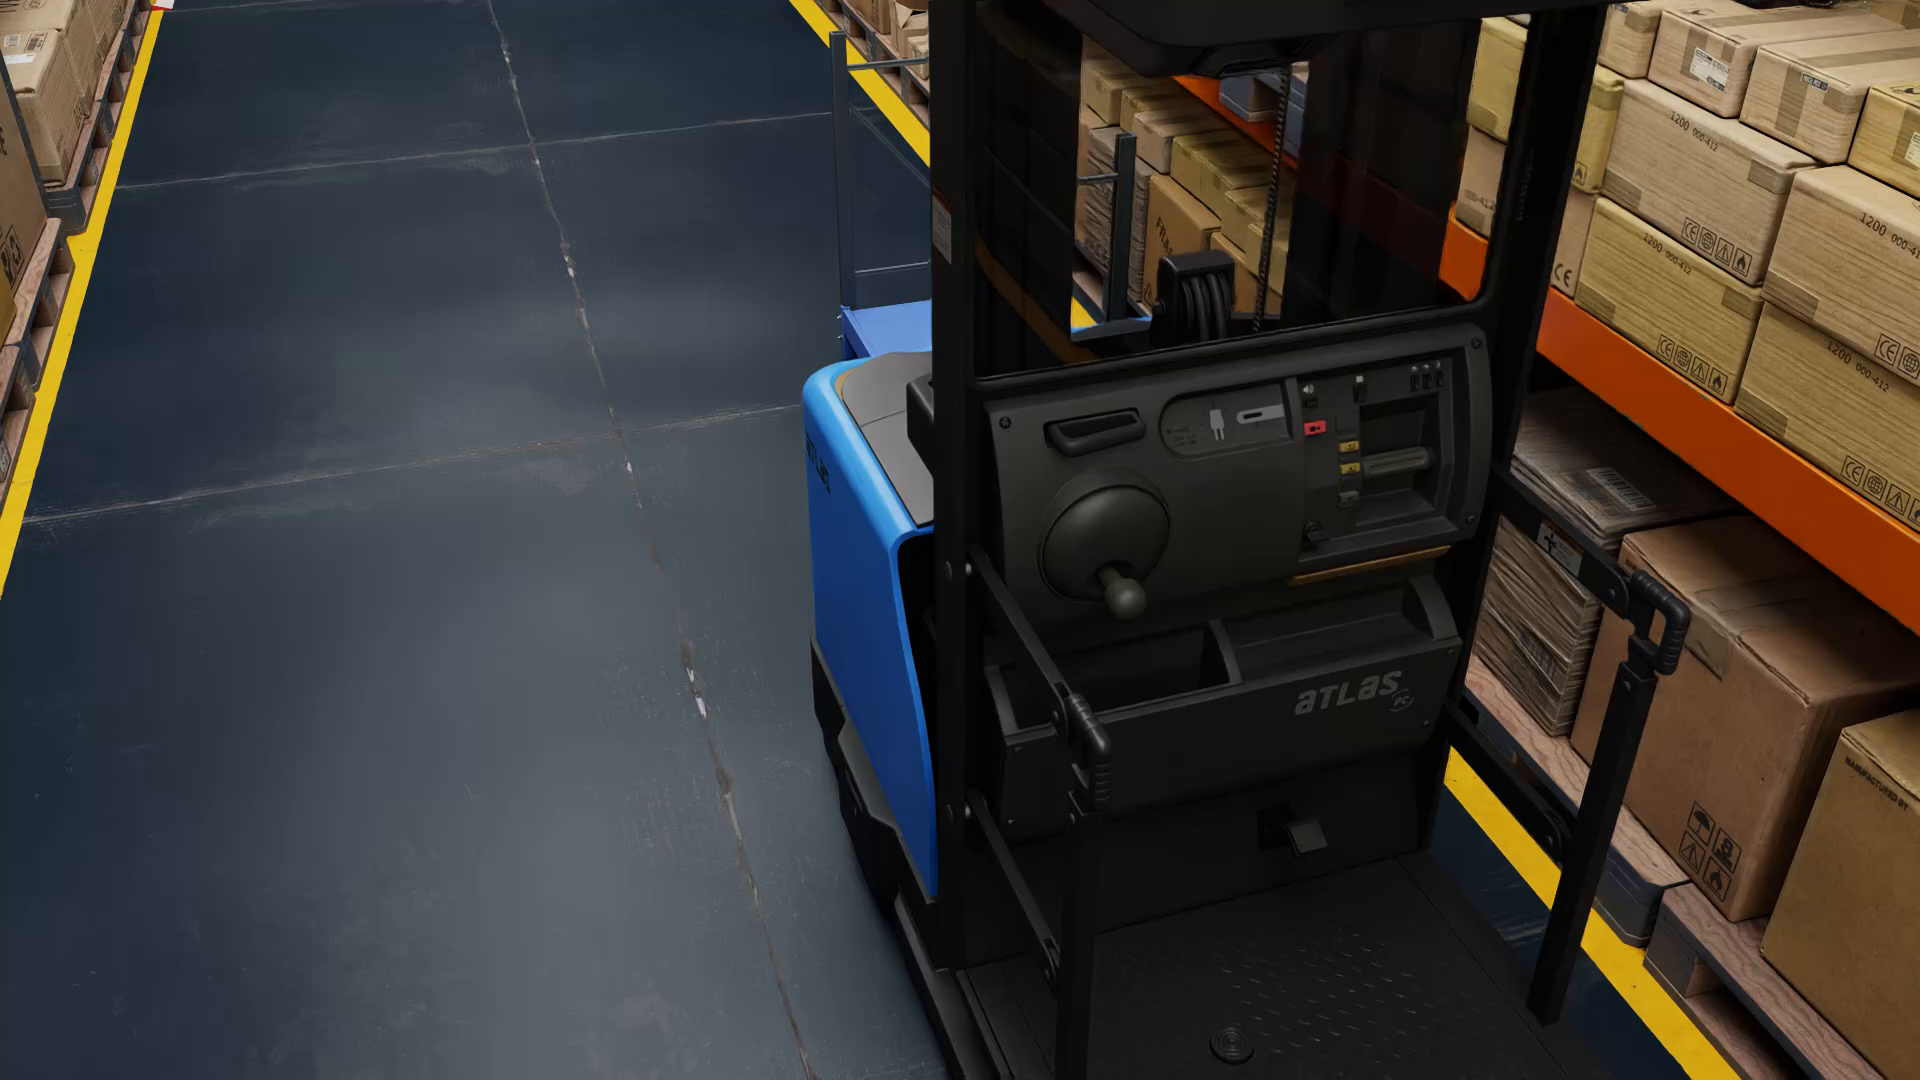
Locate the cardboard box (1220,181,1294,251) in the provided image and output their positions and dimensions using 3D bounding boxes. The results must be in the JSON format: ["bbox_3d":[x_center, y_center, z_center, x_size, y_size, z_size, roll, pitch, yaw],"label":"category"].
[{"bbox_3d":[1.078,-1.048,5.413,0.380,0.149,0.250,-11,35,-16],"label":"cardboard box"}]

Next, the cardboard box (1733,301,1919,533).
[{"bbox_3d":[1.836,-0.273,3.079,0.500,0.250,0.500,-11,35,-16],"label":"cardboard box"}]

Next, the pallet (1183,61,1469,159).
[{"bbox_3d":[1.347,-1.408,4.834,1.213,0.211,1.003,-10,35,-15],"label":"pallet"}]

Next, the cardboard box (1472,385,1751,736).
[{"bbox_3d":[1.798,0.001,4.301,0.875,0.625,0.625,-9,34,-13],"label":"cardboard box"}]

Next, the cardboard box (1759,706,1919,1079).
[{"bbox_3d":[2.210,0.696,3.249,0.875,0.625,0.625,-11,35,-17],"label":"cardboard box"}]

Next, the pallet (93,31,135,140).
[{"bbox_3d":[-4.859,-2.298,8.537,1.003,0.211,1.213,-10,35,-15],"label":"pallet"}]

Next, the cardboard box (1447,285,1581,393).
[{"bbox_3d":[1.759,-0.545,5.240,0.500,0.500,0.500,-9,34,-13],"label":"cardboard box"}]

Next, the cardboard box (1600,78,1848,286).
[{"bbox_3d":[1.675,-0.753,3.351,0.500,0.250,0.500,-9,34,-13],"label":"cardboard box"}]

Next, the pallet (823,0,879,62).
[{"bbox_3d":[-0.184,-3.083,9.725,1.003,0.211,1.213,-10,35,-15],"label":"pallet"}]

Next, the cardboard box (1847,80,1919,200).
[{"bbox_3d":[1.820,-0.707,2.920,0.380,0.149,0.250,-10,35,-14],"label":"cardboard box"}]

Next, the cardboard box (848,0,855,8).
[{"bbox_3d":[-0.434,-3.390,9.546,0.500,0.500,0.500,-9,35,-14],"label":"cardboard box"}]

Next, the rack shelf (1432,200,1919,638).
[{"bbox_3d":[2.231,0.206,2.870,1.077,0.370,4.000,-10,35,-15],"label":"rack shelf"}]

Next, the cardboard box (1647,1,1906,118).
[{"bbox_3d":[1.623,-0.969,3.317,0.380,0.149,0.250,-9,35,-13],"label":"cardboard box"}]

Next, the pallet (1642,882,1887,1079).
[{"bbox_3d":[2.203,1.097,3.398,1.003,0.211,1.213,-10,35,-15],"label":"pallet"}]

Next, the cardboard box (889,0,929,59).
[{"bbox_3d":[-0.158,-2.709,8.728,0.396,0.266,0.258,-9,34,-13],"label":"cardboard box"}]

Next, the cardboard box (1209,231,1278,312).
[{"bbox_3d":[1.144,-0.727,5.516,0.500,0.500,0.500,-11,35,-15],"label":"cardboard box"}]

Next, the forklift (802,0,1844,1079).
[{"bbox_3d":[0.568,-0.057,2.677,1.130,2.935,3.031,-11,35,-16],"label":"forklift"}]

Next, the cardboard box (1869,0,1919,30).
[{"bbox_3d":[2.120,-1.055,3.447,0.380,0.149,0.250,-10,35,-15],"label":"cardboard box"}]

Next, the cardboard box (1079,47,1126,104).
[{"bbox_3d":[0.641,-1.870,6.657,0.380,0.149,0.250,-10,35,-15],"label":"cardboard box"}]

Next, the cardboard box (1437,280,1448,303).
[{"bbox_3d":[1.229,-0.764,4.983,0.380,0.149,0.250,-12,35,-17],"label":"cardboard box"}]

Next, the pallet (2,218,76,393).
[{"bbox_3d":[-4.018,-0.852,6.348,1.003,0.211,1.213,-10,35,-15],"label":"pallet"}]

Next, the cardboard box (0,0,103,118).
[{"bbox_3d":[-4.689,-2.332,8.001,0.875,0.438,0.875,-11,35,-16],"label":"cardboard box"}]

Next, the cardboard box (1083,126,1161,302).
[{"bbox_3d":[0.806,-1.271,6.339,0.500,0.500,0.500,-11,35,-16],"label":"cardboard box"}]

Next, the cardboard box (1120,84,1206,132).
[{"bbox_3d":[0.824,-1.602,6.252,0.380,0.149,0.250,-10,35,-15],"label":"cardboard box"}]

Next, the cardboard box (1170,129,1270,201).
[{"bbox_3d":[0.964,-1.325,5.832,0.380,0.149,0.250,-11,35,-15],"label":"cardboard box"}]

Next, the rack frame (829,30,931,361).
[{"bbox_3d":[-0.129,-0.848,5.173,0.500,1.500,0.032,-10,35,-15],"label":"rack frame"}]

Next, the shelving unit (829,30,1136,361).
[{"bbox_3d":[0.026,-0.581,4.769,0.538,1.500,1.048,-10,35,-15],"label":"shelving unit"}]

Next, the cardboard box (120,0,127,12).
[{"bbox_3d":[-5.249,-3.284,9.443,0.875,0.438,0.875,-11,35,-16],"label":"cardboard box"}]

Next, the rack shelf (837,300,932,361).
[{"bbox_3d":[0.026,-0.431,4.868,0.538,0.185,1.000,-10,35,-15],"label":"rack shelf"}]

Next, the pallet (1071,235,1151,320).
[{"bbox_3d":[1.060,-1.019,6.600,1.003,0.211,1.213,-10,35,-15],"label":"pallet"}]

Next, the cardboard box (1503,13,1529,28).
[{"bbox_3d":[1.437,-1.240,3.726,0.380,0.149,0.250,-9,35,-13],"label":"cardboard box"}]

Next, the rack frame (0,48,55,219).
[{"bbox_3d":[-4.326,-2.408,6.173,1.000,3.000,0.127,-10,35,-15],"label":"rack frame"}]

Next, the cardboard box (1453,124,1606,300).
[{"bbox_3d":[1.523,-0.808,3.887,0.500,0.250,0.500,-10,35,-15],"label":"cardboard box"}]

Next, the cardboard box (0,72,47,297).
[{"bbox_3d":[-4.060,-1.384,6.170,0.875,0.875,0.875,-9,34,-13],"label":"cardboard box"}]
